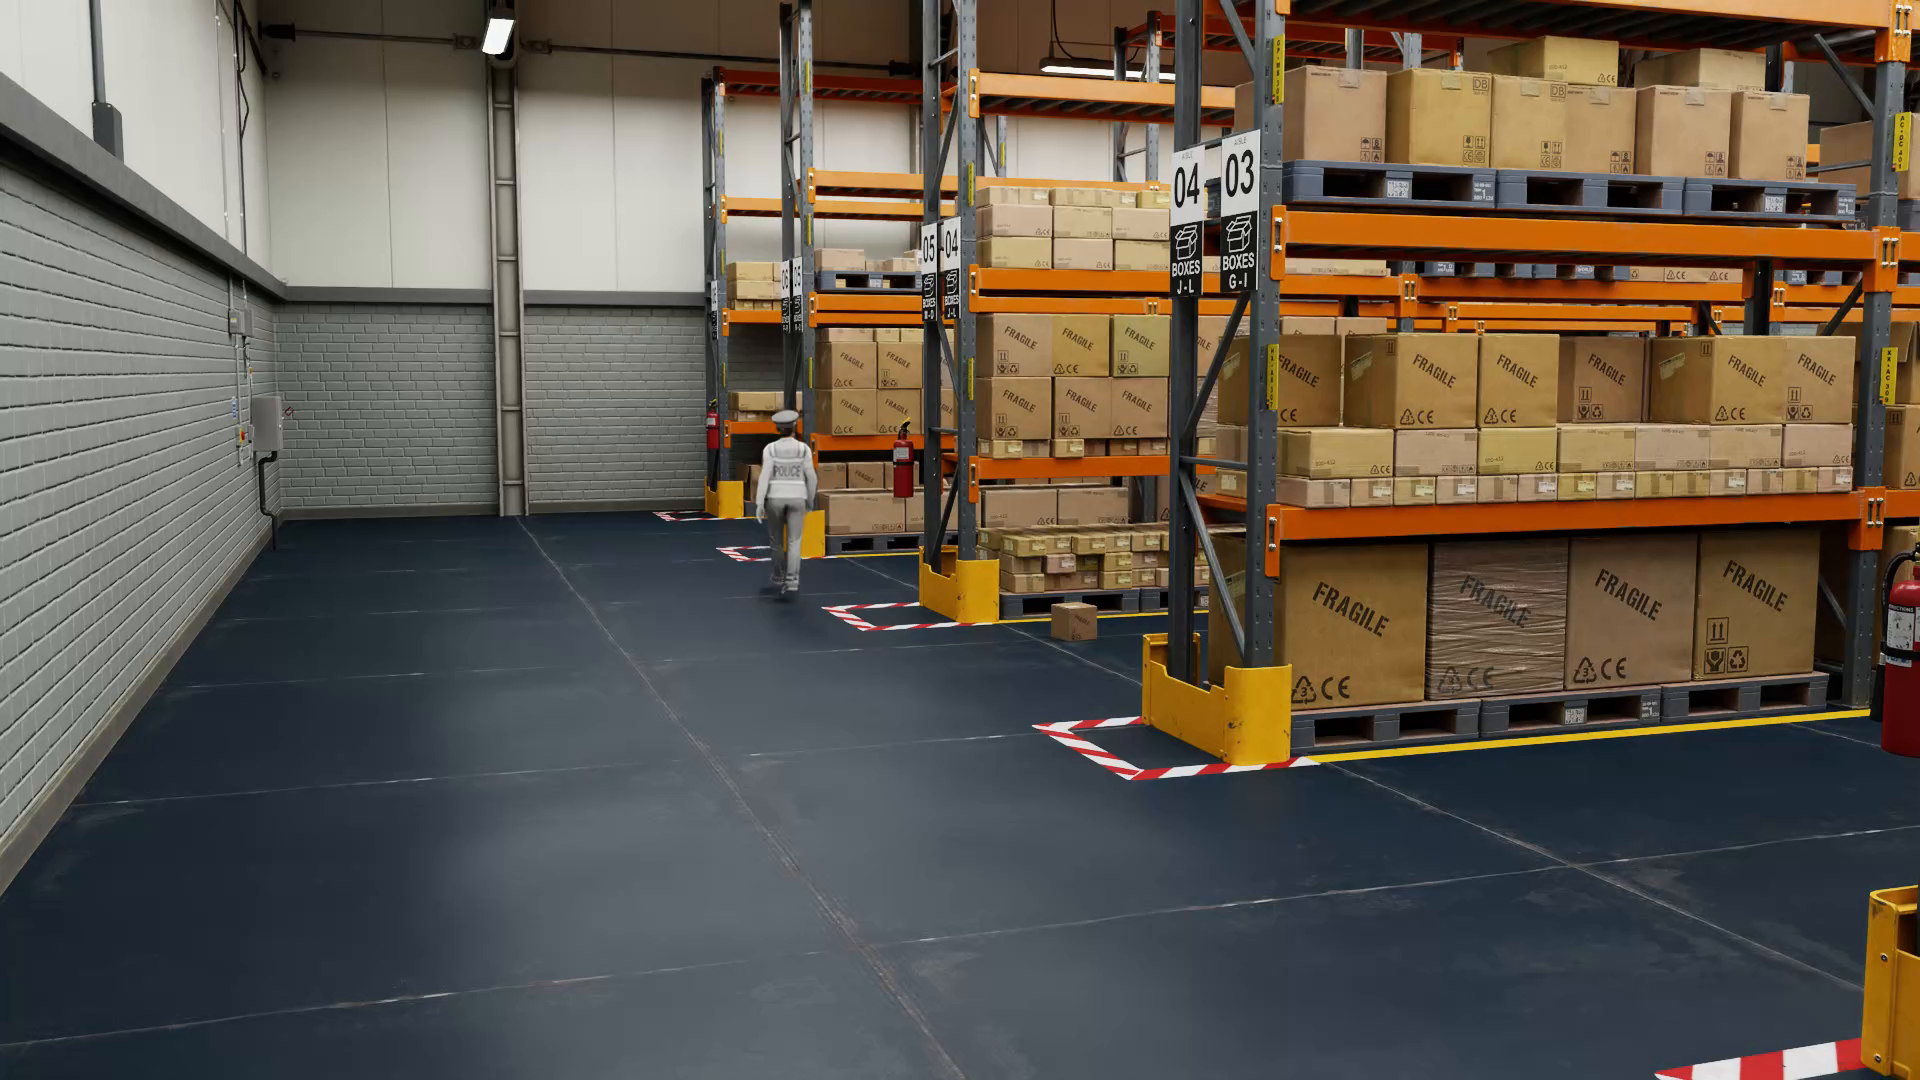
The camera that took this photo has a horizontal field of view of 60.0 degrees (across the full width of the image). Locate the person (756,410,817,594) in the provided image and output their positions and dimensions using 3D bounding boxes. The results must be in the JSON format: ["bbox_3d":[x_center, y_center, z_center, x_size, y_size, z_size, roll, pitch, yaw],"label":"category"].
[{"bbox_3d":[-1.541,-0.357,14.873,0.531,1.609,1.070,0,6,-2],"label":"person"}]
